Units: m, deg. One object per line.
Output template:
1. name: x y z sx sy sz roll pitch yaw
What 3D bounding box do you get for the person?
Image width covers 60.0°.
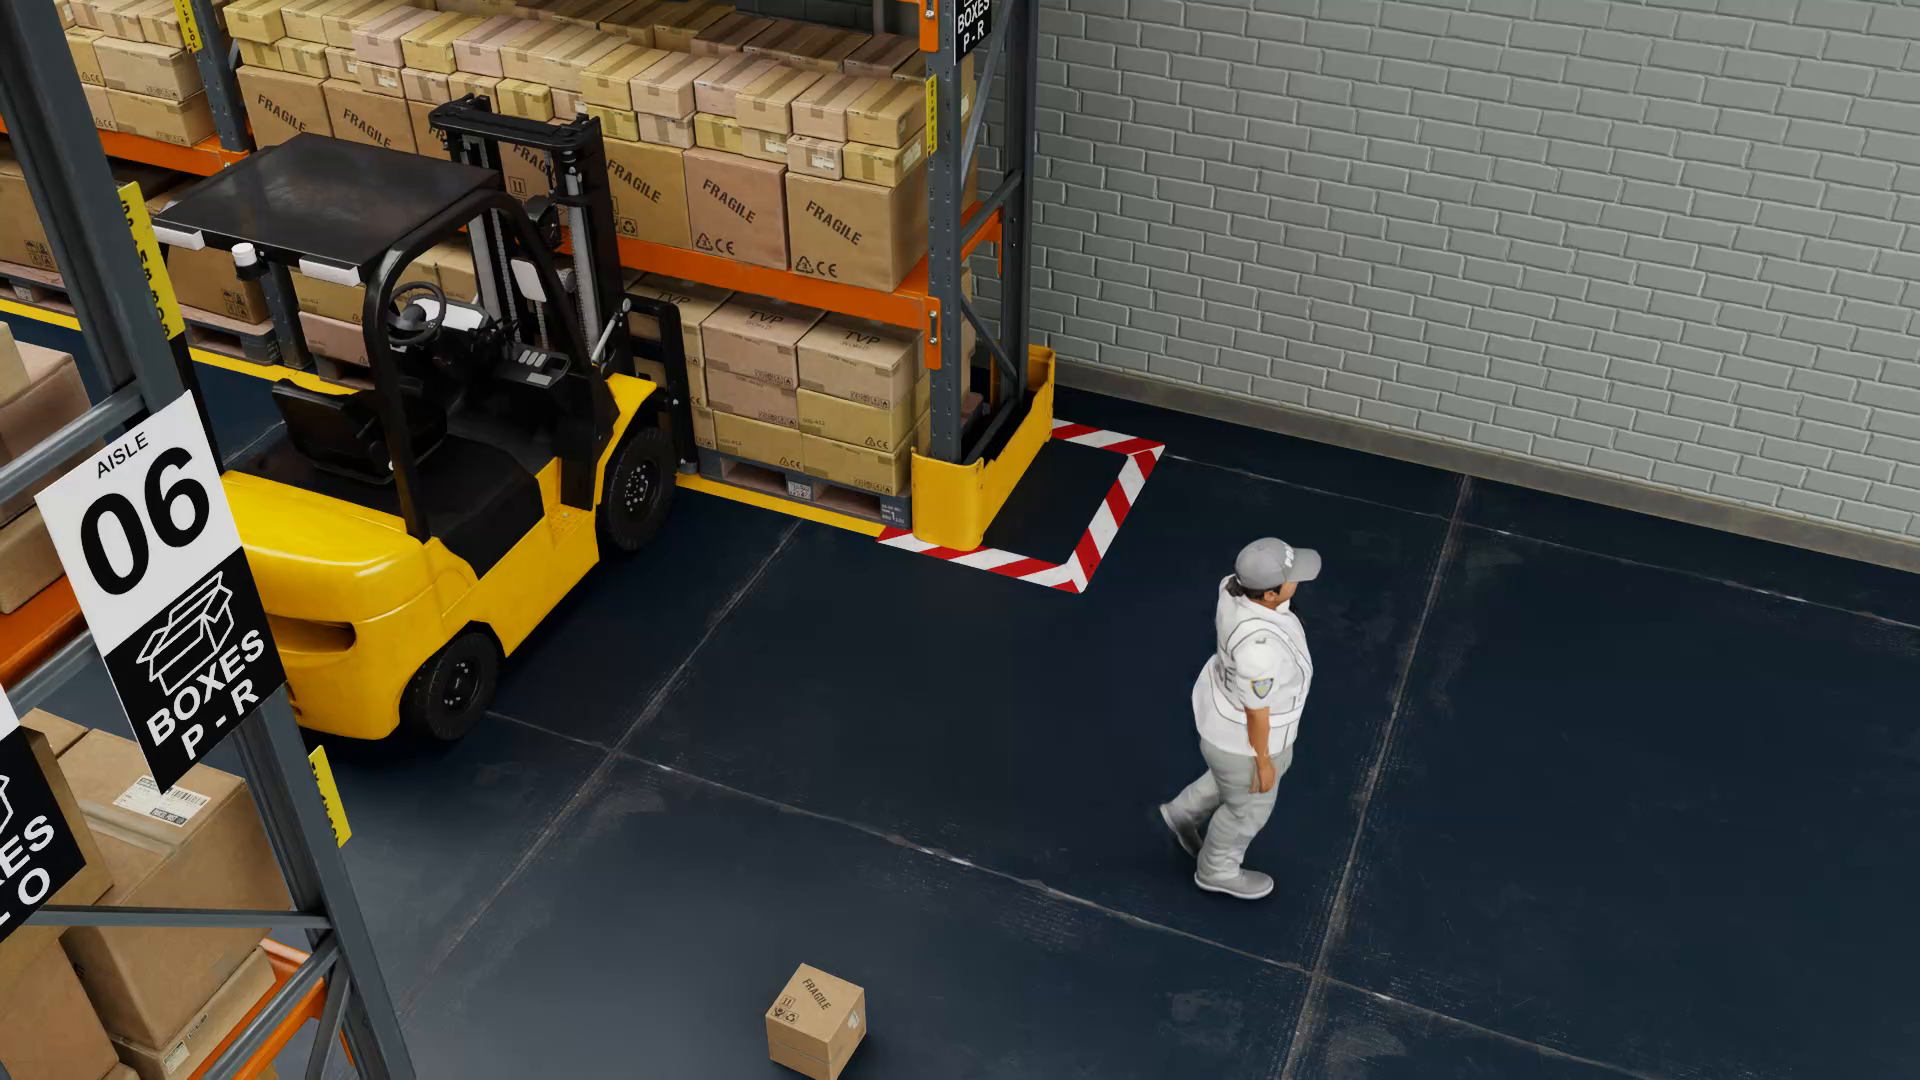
1. person: 1.026 0.720 5.988 0.437 1.357 0.452 1 38 1
